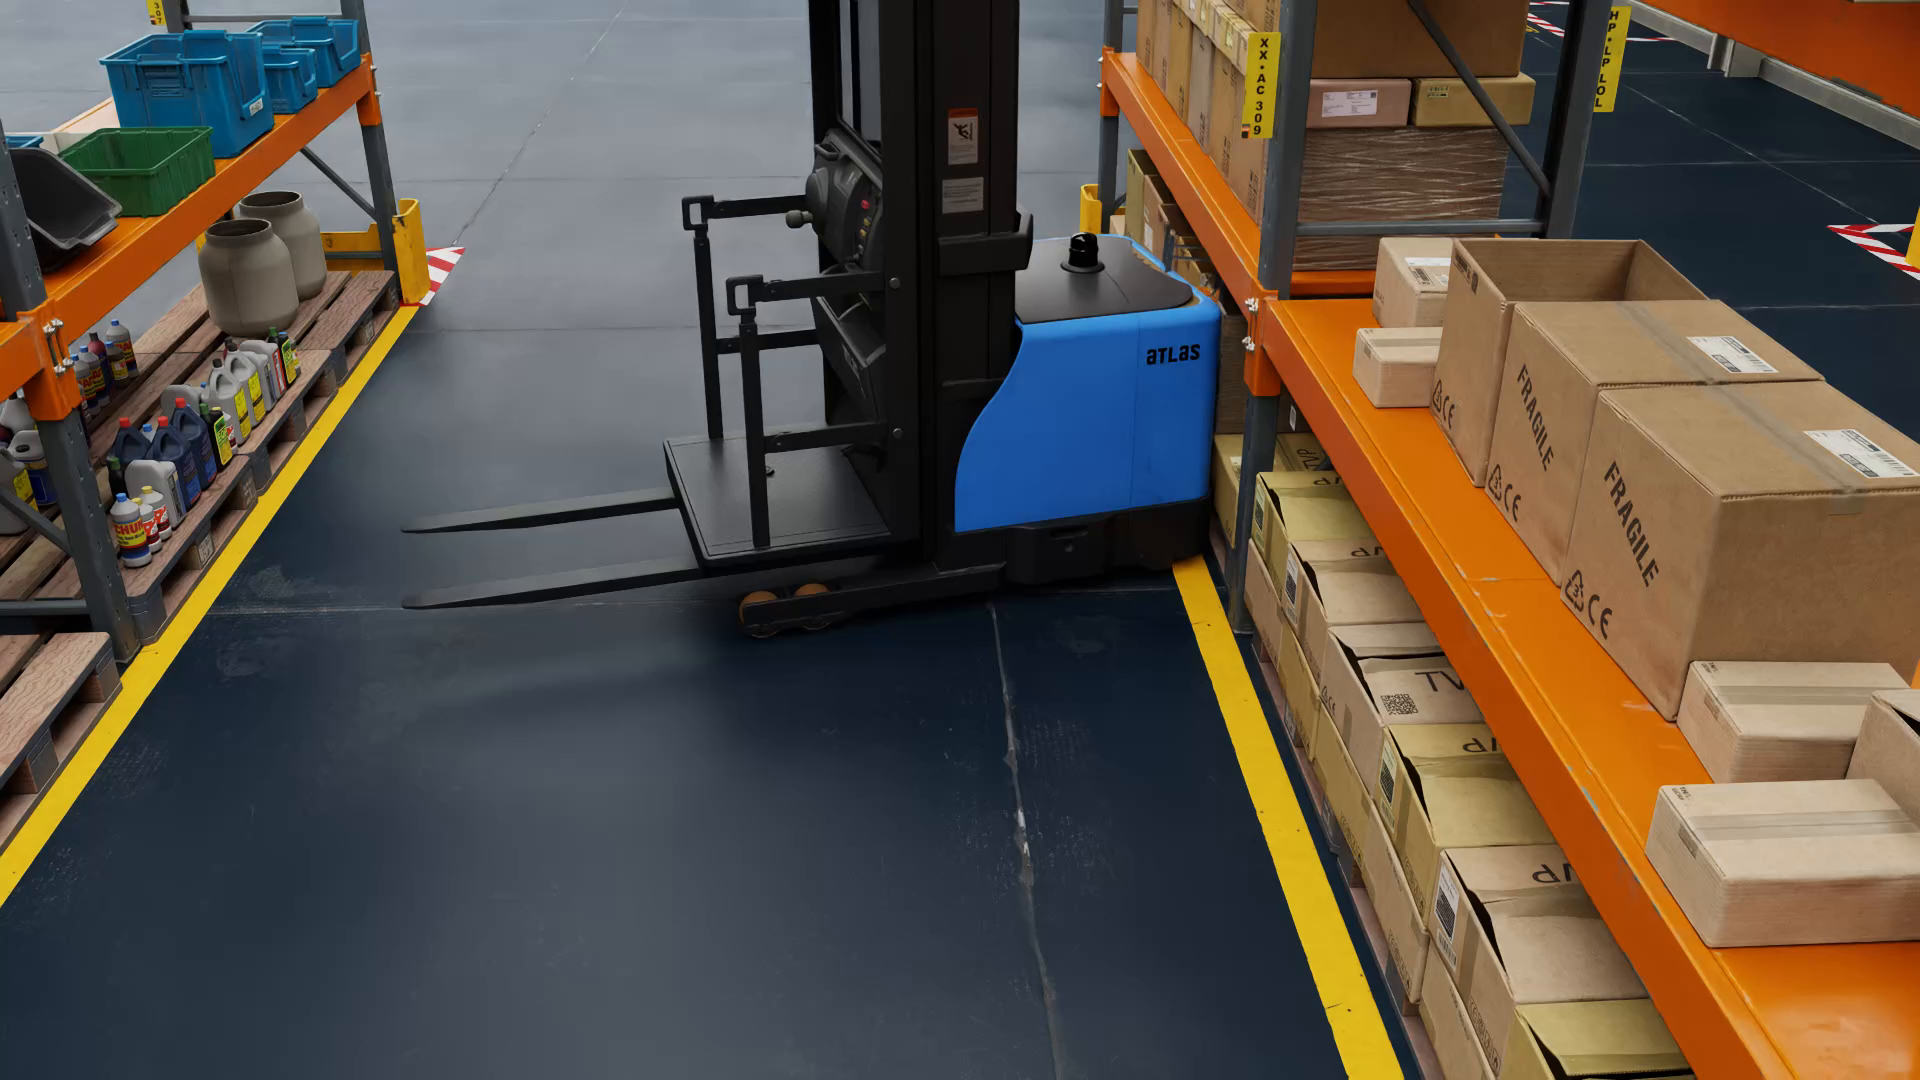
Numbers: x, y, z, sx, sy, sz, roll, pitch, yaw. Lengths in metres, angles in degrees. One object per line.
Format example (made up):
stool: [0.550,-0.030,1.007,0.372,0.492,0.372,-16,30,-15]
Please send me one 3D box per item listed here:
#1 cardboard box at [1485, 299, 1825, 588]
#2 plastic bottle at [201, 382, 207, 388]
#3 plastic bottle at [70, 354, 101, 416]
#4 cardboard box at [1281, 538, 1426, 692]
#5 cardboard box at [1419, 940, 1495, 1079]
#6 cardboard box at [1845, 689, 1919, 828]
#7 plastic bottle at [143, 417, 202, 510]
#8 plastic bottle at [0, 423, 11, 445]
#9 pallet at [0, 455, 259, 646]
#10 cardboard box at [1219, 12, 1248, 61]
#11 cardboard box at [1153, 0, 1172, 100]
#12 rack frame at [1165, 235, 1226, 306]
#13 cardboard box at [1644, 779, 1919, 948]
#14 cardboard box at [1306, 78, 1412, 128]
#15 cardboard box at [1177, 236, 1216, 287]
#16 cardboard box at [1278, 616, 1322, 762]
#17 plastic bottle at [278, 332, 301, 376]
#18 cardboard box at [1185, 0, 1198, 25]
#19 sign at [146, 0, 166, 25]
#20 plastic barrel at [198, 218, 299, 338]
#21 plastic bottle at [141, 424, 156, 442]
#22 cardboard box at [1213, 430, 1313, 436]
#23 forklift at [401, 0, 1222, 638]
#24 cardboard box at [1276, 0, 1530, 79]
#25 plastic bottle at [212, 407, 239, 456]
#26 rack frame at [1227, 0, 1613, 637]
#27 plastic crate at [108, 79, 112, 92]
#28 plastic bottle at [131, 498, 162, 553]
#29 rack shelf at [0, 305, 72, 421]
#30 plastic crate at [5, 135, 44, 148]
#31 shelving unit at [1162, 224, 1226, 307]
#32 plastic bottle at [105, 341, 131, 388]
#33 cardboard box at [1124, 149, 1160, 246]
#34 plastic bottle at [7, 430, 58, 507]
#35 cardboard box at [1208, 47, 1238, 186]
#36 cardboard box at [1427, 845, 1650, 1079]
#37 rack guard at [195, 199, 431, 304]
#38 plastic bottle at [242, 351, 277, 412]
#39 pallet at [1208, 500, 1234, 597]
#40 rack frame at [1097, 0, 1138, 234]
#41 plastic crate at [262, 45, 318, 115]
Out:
cardboard box: [1.574,-0.232,3.844,0.500,0.500,0.500,-1,28,-3]
plastic bottle: [-3.238,-0.583,7.175,0.097,0.201,0.097,0,28,0]
plastic bottle: [-3.852,-0.683,7.291,0.097,0.271,0.097,0,28,0]
cardboard box: [1.291,0.195,5.046,0.500,0.311,0.500,-2,28,-3]
cardboard box: [1.381,1.155,3.811,0.500,0.250,0.500,-1,28,-1]
cardboard box: [1.852,0.451,2.738,0.500,0.311,0.500,-2,28,-3]
plastic bottle: [-3.078,-0.303,6.477,0.144,0.351,0.185,-1,28,-1]
plastic bottle: [-3.832,-0.344,6.627,0.061,0.283,0.133,0,28,1]
pallet: [-3.443,0.025,6.473,1.003,0.211,1.213,-1,28,-3]
cardboard box: [1.217,-1.940,6.417,0.380,0.149,0.250,-2,28,-3]
cardboard box: [1.332,-2.451,8.098,0.700,0.500,0.500,-1,28,-1]
rack frame: [0.879,-0.611,6.608,0.240,1.200,0.006,5,25,1]
cardboard box: [1.383,0.532,2.758,0.380,0.149,0.250,-1,28,-3]
cardboard box: [1.269,-1.470,5.516,0.380,0.149,0.250,-1,28,-3]
cardboard box: [1.210,-0.988,7.109,0.500,0.500,0.500,-1,28,-3]
cardboard box: [1.296,0.443,5.175,0.500,0.250,0.500,-1,28,-1]
plastic bottle: [-3.125,-0.864,7.713,0.097,0.201,0.097,0,28,0]
cardboard box: [1.173,-2.301,7.108,0.380,0.149,0.250,-1,28,-2]
sign: [-4.208,-2.859,8.688,0.100,0.325,0.005,-1,28,-3]
plastic barrel: [-3.522,-1.297,8.229,0.421,0.512,0.421,0,28,0]
plastic bottle: [-3.206,-0.332,6.618,0.097,0.271,0.097,0,28,0]
cardboard box: [1.238,-0.425,6.840,0.500,0.250,0.500,-1,28,-3]
forklift: [-0.598,-1.216,5.912,3.031,2.935,1.130,-8,29,-15]
cardboard box: [1.467,-1.842,5.527,0.700,0.500,0.500,-1,28,-2]
plastic bottle: [-3.079,-0.456,6.930,0.097,0.201,0.097,0,28,0]
rack frame: [1.497,-1.018,5.458,1.000,3.000,0.127,-1,28,-3]
plastic crate: [-3.933,-2.209,8.027,0.298,0.136,0.250,-1,28,-3]
plastic bottle: [-3.034,-0.059,6.170,0.097,0.201,0.097,0,28,0]
rack shelf: [-3.346,0.343,3.627,1.077,0.370,4.000,-1,28,-3]
plastic crate: [-3.779,-1.339,6.234,0.499,0.251,0.616,-1,28,-3]
shelving unit: [0.883,-0.648,6.691,0.258,1.200,0.189,5,25,1]
plastic bottle: [-3.870,-0.809,7.607,0.097,0.201,0.097,0,28,0]
cardboard box: [1.122,-1.681,8.437,0.500,0.500,0.500,-1,28,-3]
plastic bottle: [-3.635,-0.282,6.516,0.152,0.276,0.135,-1,28,-3]
cardboard box: [1.411,-1.742,6.738,0.700,0.500,0.500,-1,28,-2]
cardboard box: [1.375,0.905,3.684,0.500,0.311,0.500,-2,28,-3]
rack guard: [-3.608,-1.605,9.287,1.175,0.500,0.348,-1,28,-3]
plastic bottle: [-3.132,-0.716,7.349,0.152,0.276,0.135,-2,28,-4]
pallet: [1.497,-0.150,6.809,1.003,0.211,1.213,-1,28,-3]
rack frame: [1.288,-2.865,9.000,1.000,3.000,0.127,-1,28,-3]
plastic crate: [-3.306,-2.157,7.803,0.499,0.251,0.408,-1,28,-3]
